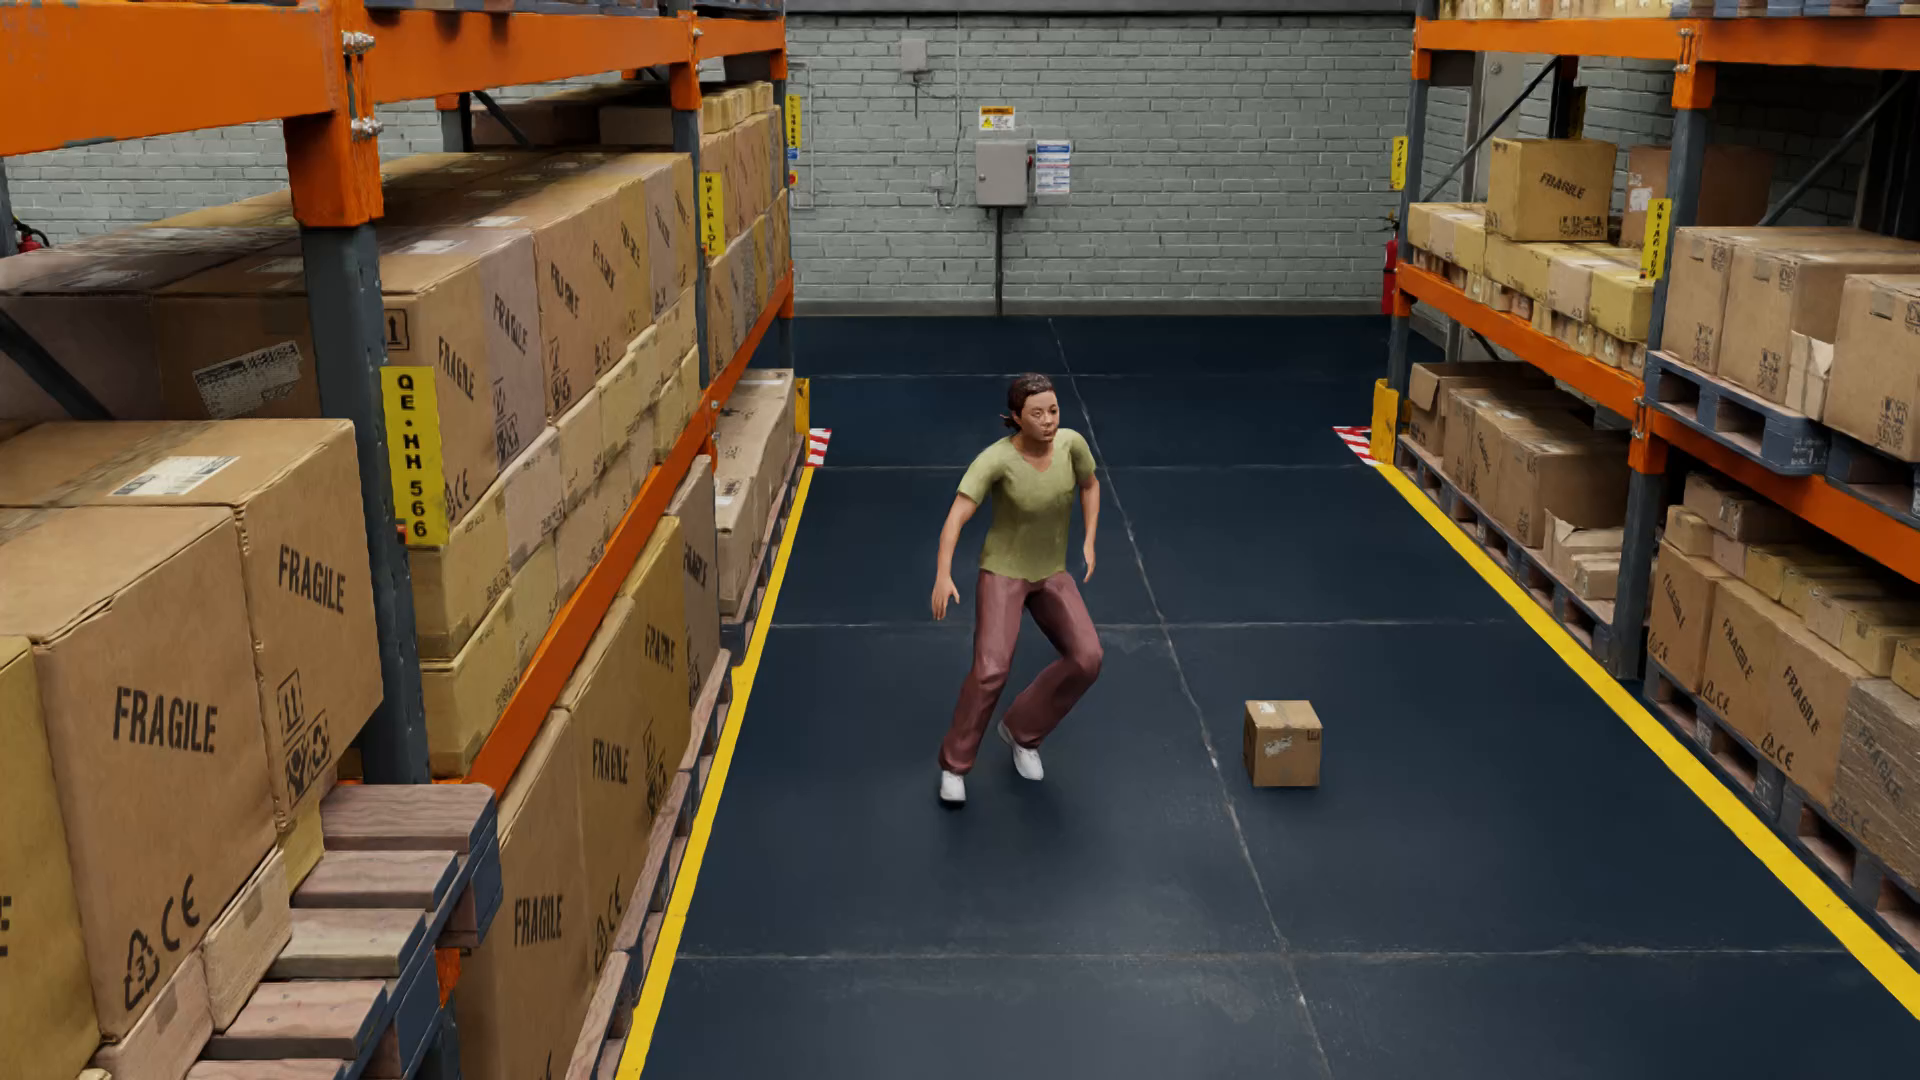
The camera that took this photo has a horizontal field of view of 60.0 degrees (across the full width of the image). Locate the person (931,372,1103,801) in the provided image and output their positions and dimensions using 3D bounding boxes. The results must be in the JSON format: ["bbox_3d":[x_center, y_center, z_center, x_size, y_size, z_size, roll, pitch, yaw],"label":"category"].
[{"bbox_3d":[0.213,0.163,6.231,0.836,1.590,0.468,-10,20,-29],"label":"person"}]
